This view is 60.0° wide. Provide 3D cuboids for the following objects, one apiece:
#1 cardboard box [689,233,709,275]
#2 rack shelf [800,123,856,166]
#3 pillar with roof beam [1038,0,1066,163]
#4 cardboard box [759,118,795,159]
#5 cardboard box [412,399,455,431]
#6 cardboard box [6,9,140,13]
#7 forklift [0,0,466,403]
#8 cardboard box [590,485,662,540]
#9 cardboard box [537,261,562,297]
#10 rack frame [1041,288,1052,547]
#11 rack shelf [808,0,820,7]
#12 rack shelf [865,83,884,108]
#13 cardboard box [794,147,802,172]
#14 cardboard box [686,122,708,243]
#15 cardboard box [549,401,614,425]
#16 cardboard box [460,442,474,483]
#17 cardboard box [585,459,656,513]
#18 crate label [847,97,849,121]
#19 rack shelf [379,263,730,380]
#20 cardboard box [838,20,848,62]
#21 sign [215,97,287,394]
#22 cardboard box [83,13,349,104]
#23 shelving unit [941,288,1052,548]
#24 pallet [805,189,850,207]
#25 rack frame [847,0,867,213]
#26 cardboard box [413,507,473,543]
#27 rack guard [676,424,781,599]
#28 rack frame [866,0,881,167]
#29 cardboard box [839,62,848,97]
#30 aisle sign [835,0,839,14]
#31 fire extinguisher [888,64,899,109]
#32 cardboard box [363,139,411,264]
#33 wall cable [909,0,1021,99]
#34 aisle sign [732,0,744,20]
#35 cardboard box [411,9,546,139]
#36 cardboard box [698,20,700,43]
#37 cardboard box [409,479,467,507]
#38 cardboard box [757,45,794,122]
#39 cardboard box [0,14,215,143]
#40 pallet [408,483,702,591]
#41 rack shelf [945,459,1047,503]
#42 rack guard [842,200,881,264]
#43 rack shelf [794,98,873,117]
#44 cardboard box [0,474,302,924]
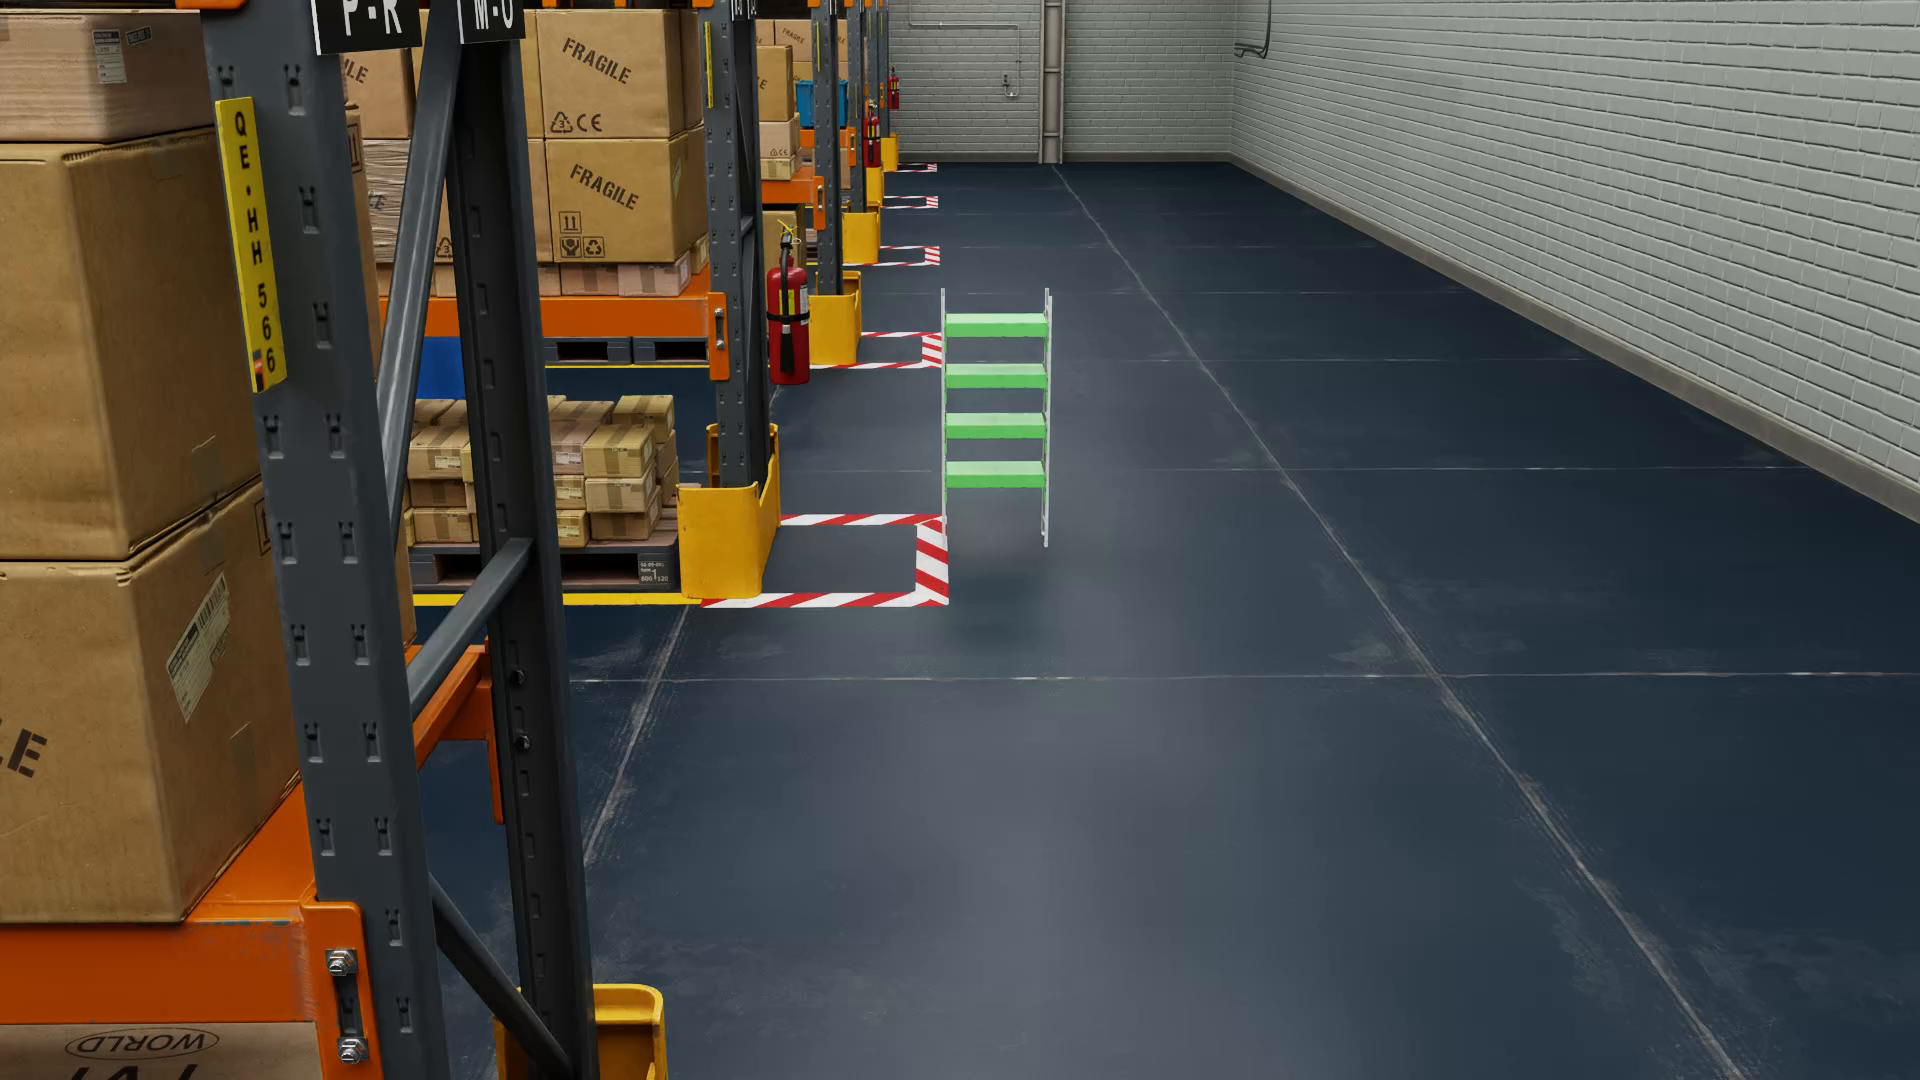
[{"bbox_3d":[-1.311,-1.329,7.690,0.250,0.149,0.380,0,18,-1],"label":"cardboard box"},{"bbox_3d":[-3.037,-4.026,16.864,4.000,0.370,1.077,0,18,-1],"label":"rack shelf"},{"bbox_3d":[1.560,-9.223,22.065,0.400,9.000,9.100,0,18,-1],"label":"pillar with roof beam"},{"bbox_3d":[-1.439,-2.852,11.786,0.500,0.250,0.500,-1,18,-2],"label":"cardboard box"},{"bbox_3d":[-2.563,-0.552,7.862,0.250,0.149,0.380,0,18,1],"label":"cardboard box"},{"bbox_3d":[-3.504,-1.924,6.846,0.500,0.500,0.500,0,18,0],"label":"cardboard box"},{"bbox_3d":[-3.811,-1.592,8.213,1.130,2.935,3.031,6,19,19],"label":"forklift"},{"bbox_3d":[-1.505,-0.126,7.509,0.250,0.149,0.380,0,18,0],"label":"cardboard box"},{"bbox_3d":[-1.803,-1.147,7.122,0.250,0.149,0.380,0,18,-1],"label":"cardboard box"},{"bbox_3d":[0.410,-0.573,7.870,0.015,1.200,0.240,0,18,-1],"label":"rack frame"},{"bbox_3d":[-2.959,-3.941,11.690,4.000,0.370,1.077,0,18,-1],"label":"rack shelf"},{"bbox_3d":[-3.193,-7.051,26.296,4.000,0.370,1.077,0,18,-1],"label":"rack shelf"},{"bbox_3d":[-1.319,-2.844,12.415,0.250,0.149,0.380,0,18,0],"label":"cardboard box"},{"bbox_3d":[-1.435,-1.621,7.540,0.500,0.500,0.500,1,18,2],"label":"cardboard box"},{"bbox_3d":[-1.785,-0.539,7.822,0.250,0.149,0.380,0,18,0],"label":"cardboard box"},{"bbox_3d":[-2.016,-0.372,7.301,0.250,0.149,0.380,-1,18,-2],"label":"cardboard box"},{"bbox_3d":[-1.505,-0.244,7.390,0.250,0.149,0.380,-1,18,-2],"label":"cardboard box"},{"bbox_3d":[-1.289,-4.426,17.110,0.303,0.233,0.416,0,18,-1],"label":"crate label"},{"bbox_3d":[-2.981,-0.997,7.424,4.000,0.370,1.077,0,18,-1],"label":"rack shelf"},{"bbox_3d":[-1.552,-6.328,21.063,0.500,0.500,0.500,0,18,-1],"label":"cardboard box"},{"bbox_3d":[-0.808,-0.337,1.903,0.005,0.325,0.100,0,18,-1],"label":"sign"},{"bbox_3d":[-1.162,-0.754,2.624,0.250,0.149,0.380,0,18,0],"label":"cardboard box"},{"bbox_3d":[0.166,-0.572,7.867,0.503,1.200,0.258,0,18,-1],"label":"shelving unit"},{"bbox_3d":[-1.985,-4.558,21.912,1.213,0.211,1.003,0,18,-1],"label":"pallet"},{"bbox_3d":[-1.037,-4.378,16.784,0.127,3.000,1.000,0,18,-1],"label":"rack frame"},{"bbox_3d":[-2.273,-0.114,7.471,0.250,0.149,0.380,0,18,0],"label":"cardboard box"},{"bbox_3d":[-1.058,-0.159,7.725,0.348,0.500,1.175,0,18,-1],"label":"rack guard"},{"bbox_3d":[-1.112,-5.891,21.500,0.127,3.000,1.000,0,18,-1],"label":"rack frame"},{"bbox_3d":[-1.555,-5.853,21.219,0.500,0.500,0.500,0,18,1],"label":"cardboard box"},{"bbox_3d":[-0.892,-4.195,11.958,0.004,0.787,0.394,0,18,-1],"label":"aisle sign"},{"bbox_3d":[-1.035,-7.049,25.848,0.183,0.674,0.296,0,18,-1],"label":"fire extinguisher"},{"bbox_3d":[-2.449,-1.452,7.012,0.500,0.500,0.500,0,18,-1],"label":"cardboard box"},{"bbox_3d":[0.072,-8.182,26.981,1.851,1.984,0.084,0,18,-1],"label":"wall cable"},{"bbox_3d":[-0.904,-2.496,6.663,0.004,0.787,0.394,0,18,-1],"label":"aisle sign"},{"bbox_3d":[-1.942,-1.934,6.879,0.500,0.500,0.500,-1,18,-3],"label":"cardboard box"},{"bbox_3d":[-3.089,-6.319,21.035,0.500,0.500,0.500,0,18,1],"label":"cardboard box"},{"bbox_3d":[-2.295,-0.271,7.475,0.250,0.149,0.380,0,18,-2],"label":"cardboard box"},{"bbox_3d":[-1.442,-3.210,11.673,0.500,0.500,0.500,0,18,0],"label":"cardboard box"},{"bbox_3d":[-1.158,-0.608,2.170,0.250,0.149,0.380,0,18,0],"label":"cardboard box"},{"bbox_3d":[-1.871,-0.028,7.790,1.213,0.211,1.003,0,18,-1],"label":"pallet"},{"bbox_3d":[0.166,-0.283,7.960,0.480,0.148,0.258,0,18,-1],"label":"rack shelf"},{"bbox_3d":[-1.013,-3.192,17.178,0.348,0.500,1.175,0,18,-1],"label":"rack guard"},{"bbox_3d":[-3.111,-5.538,21.580,4.000,0.370,1.077,0,18,-1],"label":"rack shelf"},{"bbox_3d":[-1.281,0.197,2.358,0.500,0.500,0.500,0,18,-1],"label":"cardboard box"}]
